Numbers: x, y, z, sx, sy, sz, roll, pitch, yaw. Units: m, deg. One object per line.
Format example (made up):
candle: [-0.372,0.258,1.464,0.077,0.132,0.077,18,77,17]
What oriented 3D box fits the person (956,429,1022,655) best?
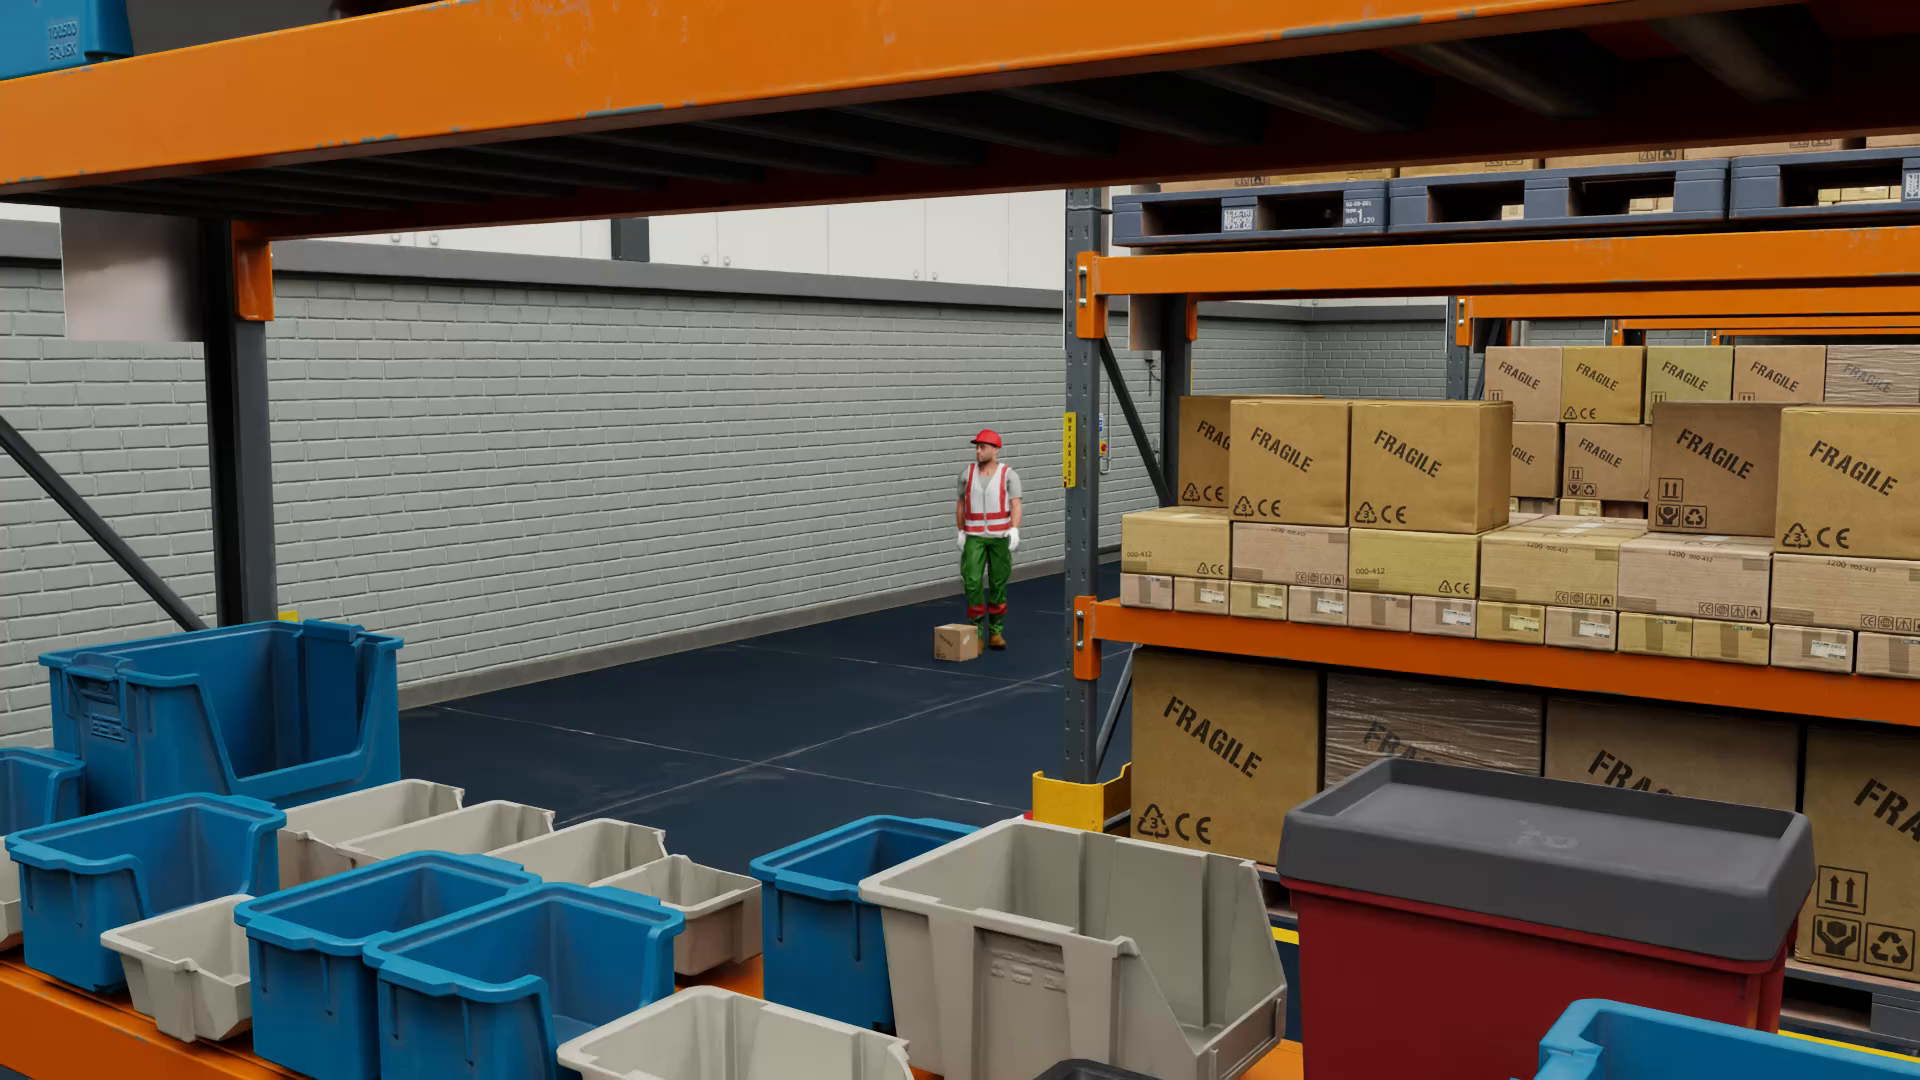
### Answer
person: [0.223,0.036,13.487,0.560,1.857,0.608,1,6,7]
